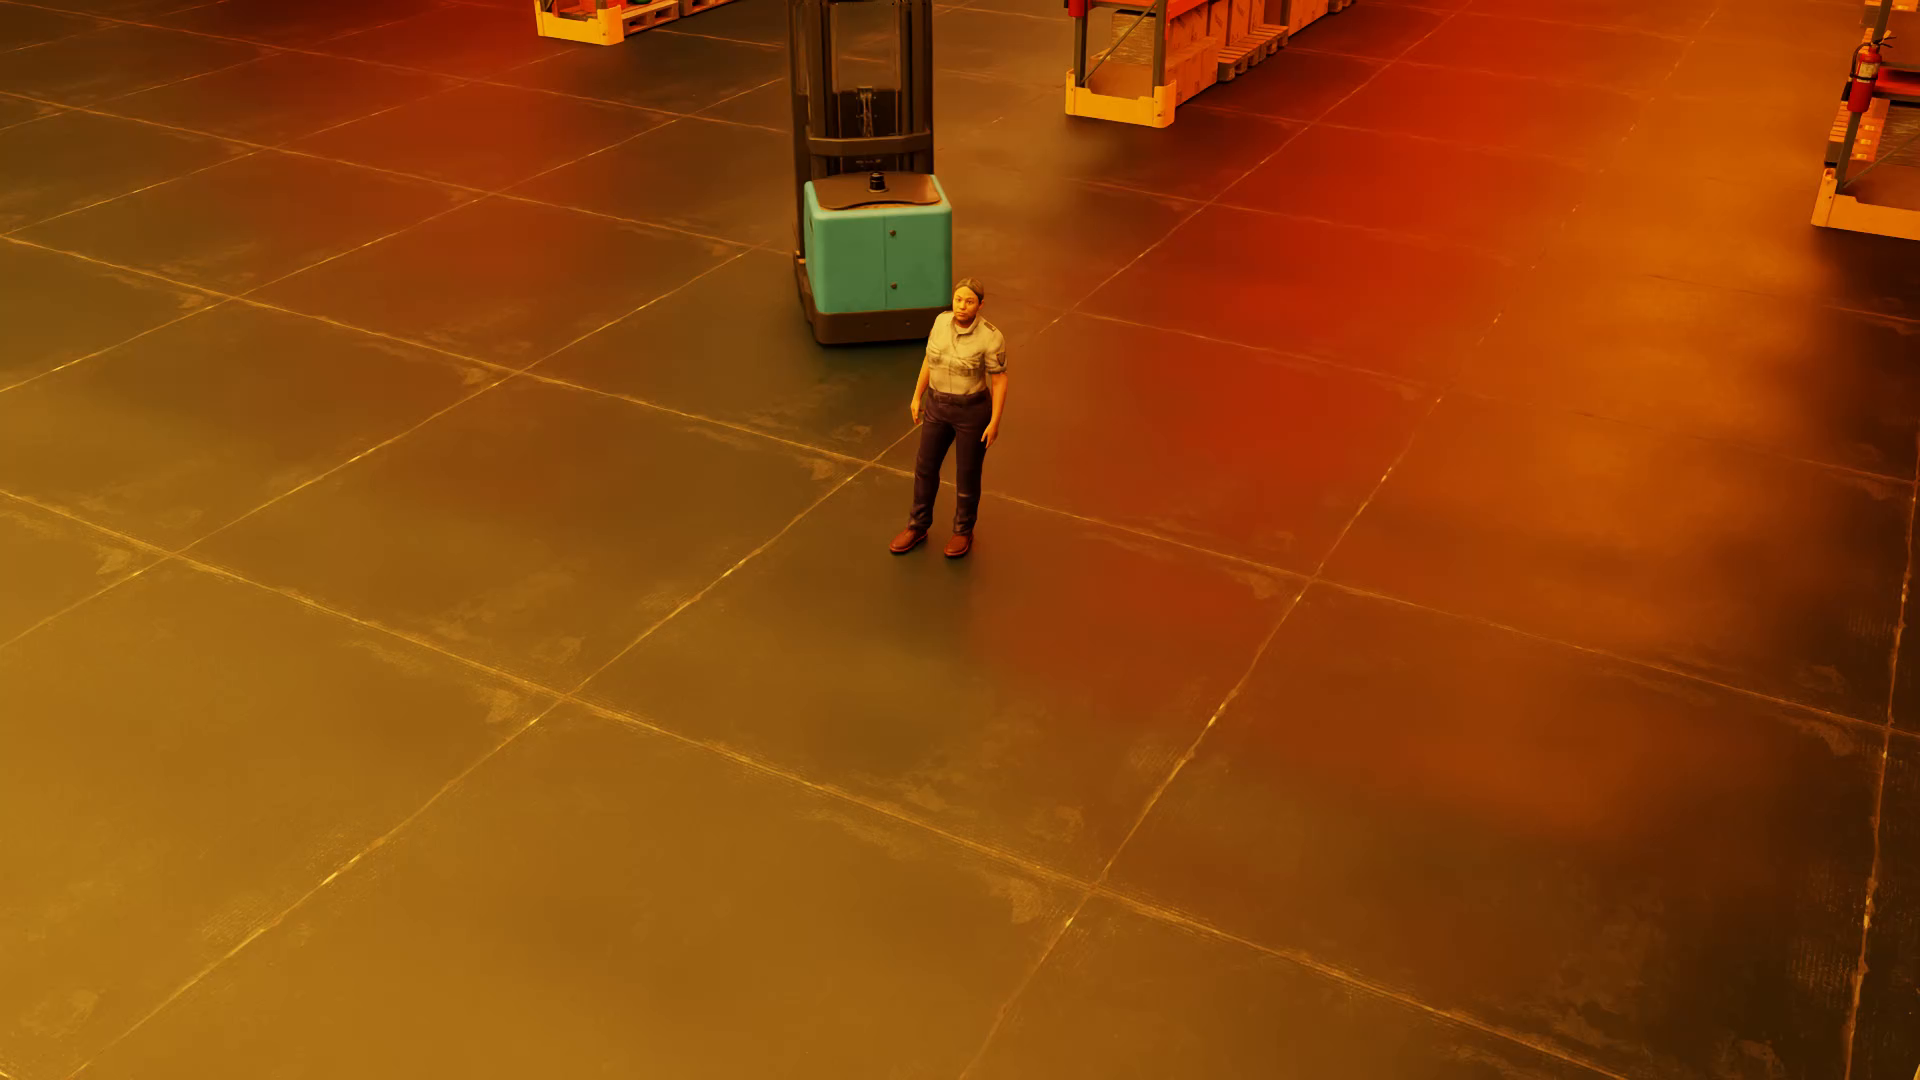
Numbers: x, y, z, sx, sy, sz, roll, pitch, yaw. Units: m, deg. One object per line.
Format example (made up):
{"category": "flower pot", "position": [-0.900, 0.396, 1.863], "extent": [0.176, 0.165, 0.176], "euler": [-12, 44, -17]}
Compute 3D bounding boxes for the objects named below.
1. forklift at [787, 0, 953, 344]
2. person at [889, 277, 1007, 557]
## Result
{"category": "forklift", "position": [-0.792, -3.446, 13.041], "extent": [1.130, 2.935, 3.031], "euler": [-5, 30, -8]}
{"category": "person", "position": [-0.064, -0.686, 9.529], "extent": [0.598, 1.651, 0.502], "euler": [15, 33, 25]}
